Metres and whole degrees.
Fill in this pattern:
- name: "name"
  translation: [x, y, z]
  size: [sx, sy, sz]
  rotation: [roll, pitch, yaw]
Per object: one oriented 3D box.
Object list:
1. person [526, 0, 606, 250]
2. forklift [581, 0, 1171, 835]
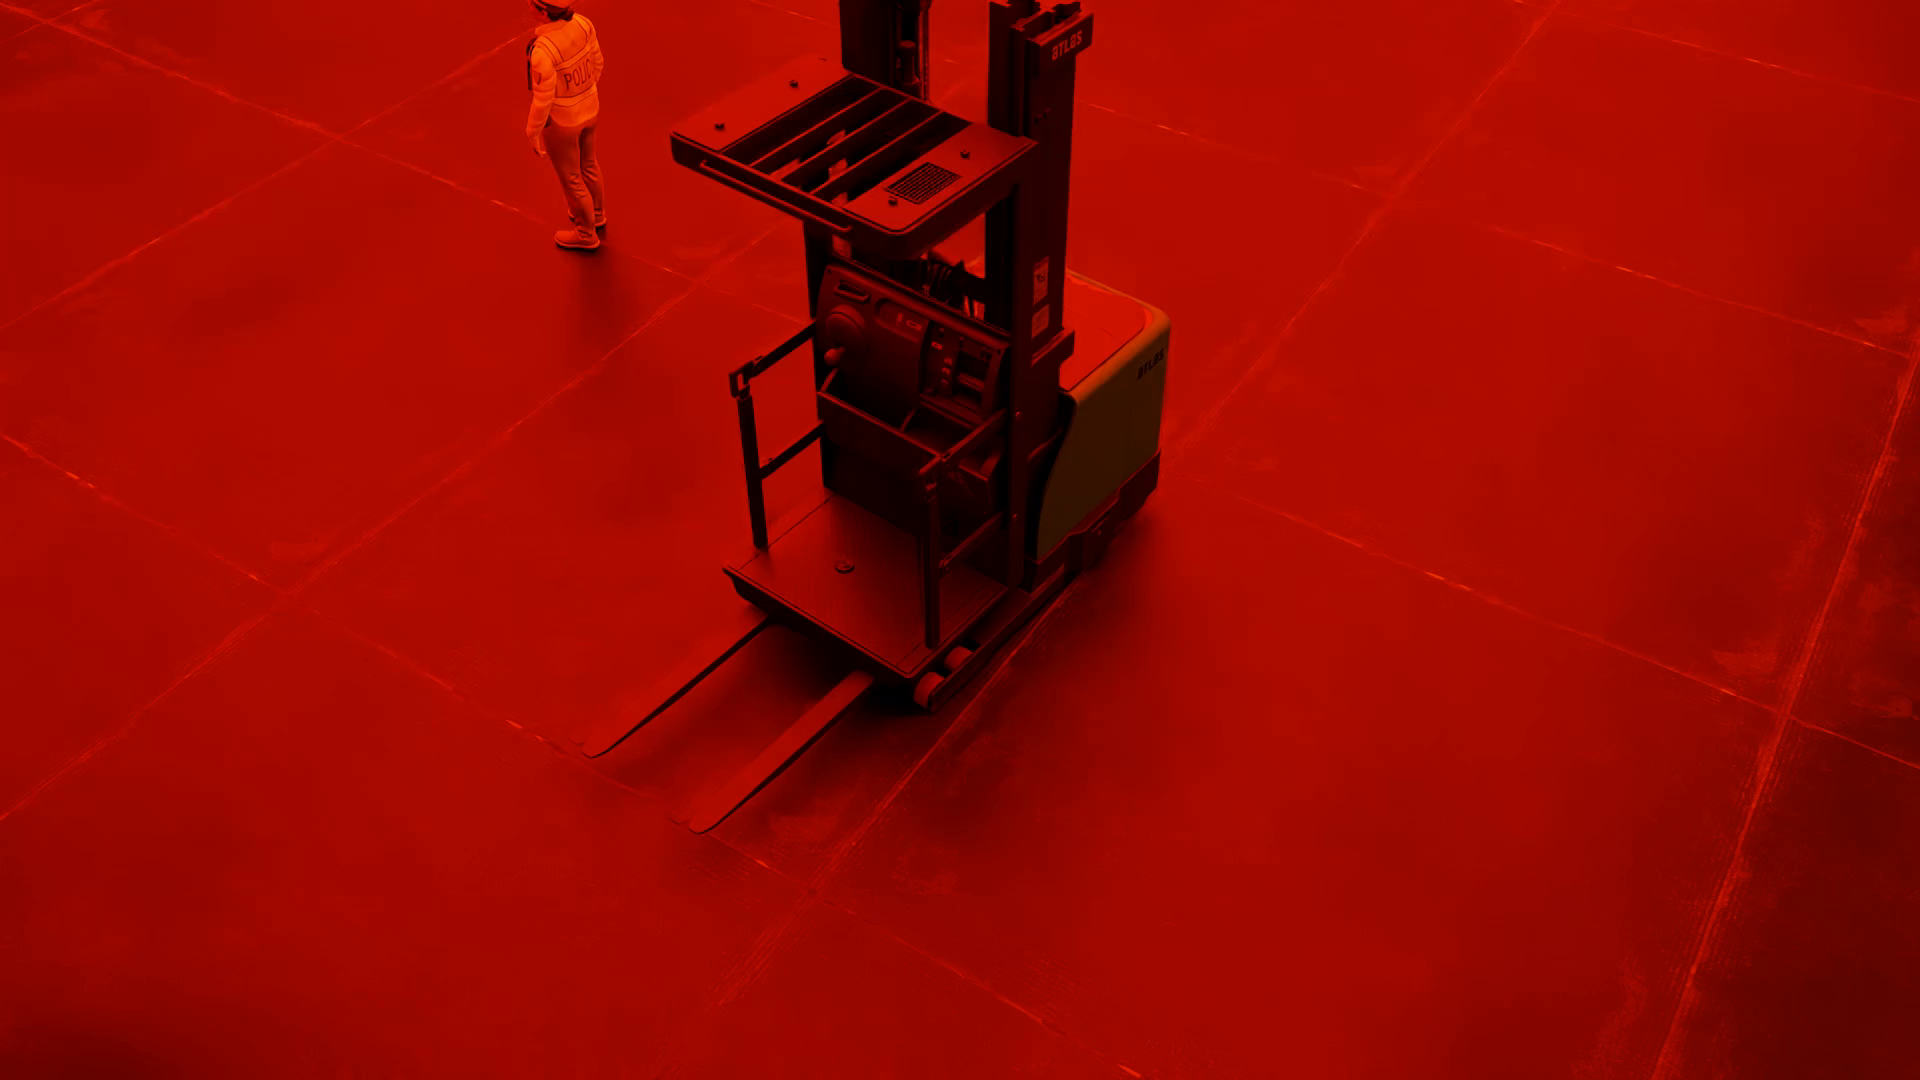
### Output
- name: "person"
  translation: [-2.233, -2.372, 9.238]
  size: [0.531, 1.694, 0.586]
  rotation: [20, 47, 20]
- name: "forklift"
  translation: [-0.339, -0.717, 6.605]
  size: [1.130, 2.935, 3.031]
  rotation: [29, 50, 27]
